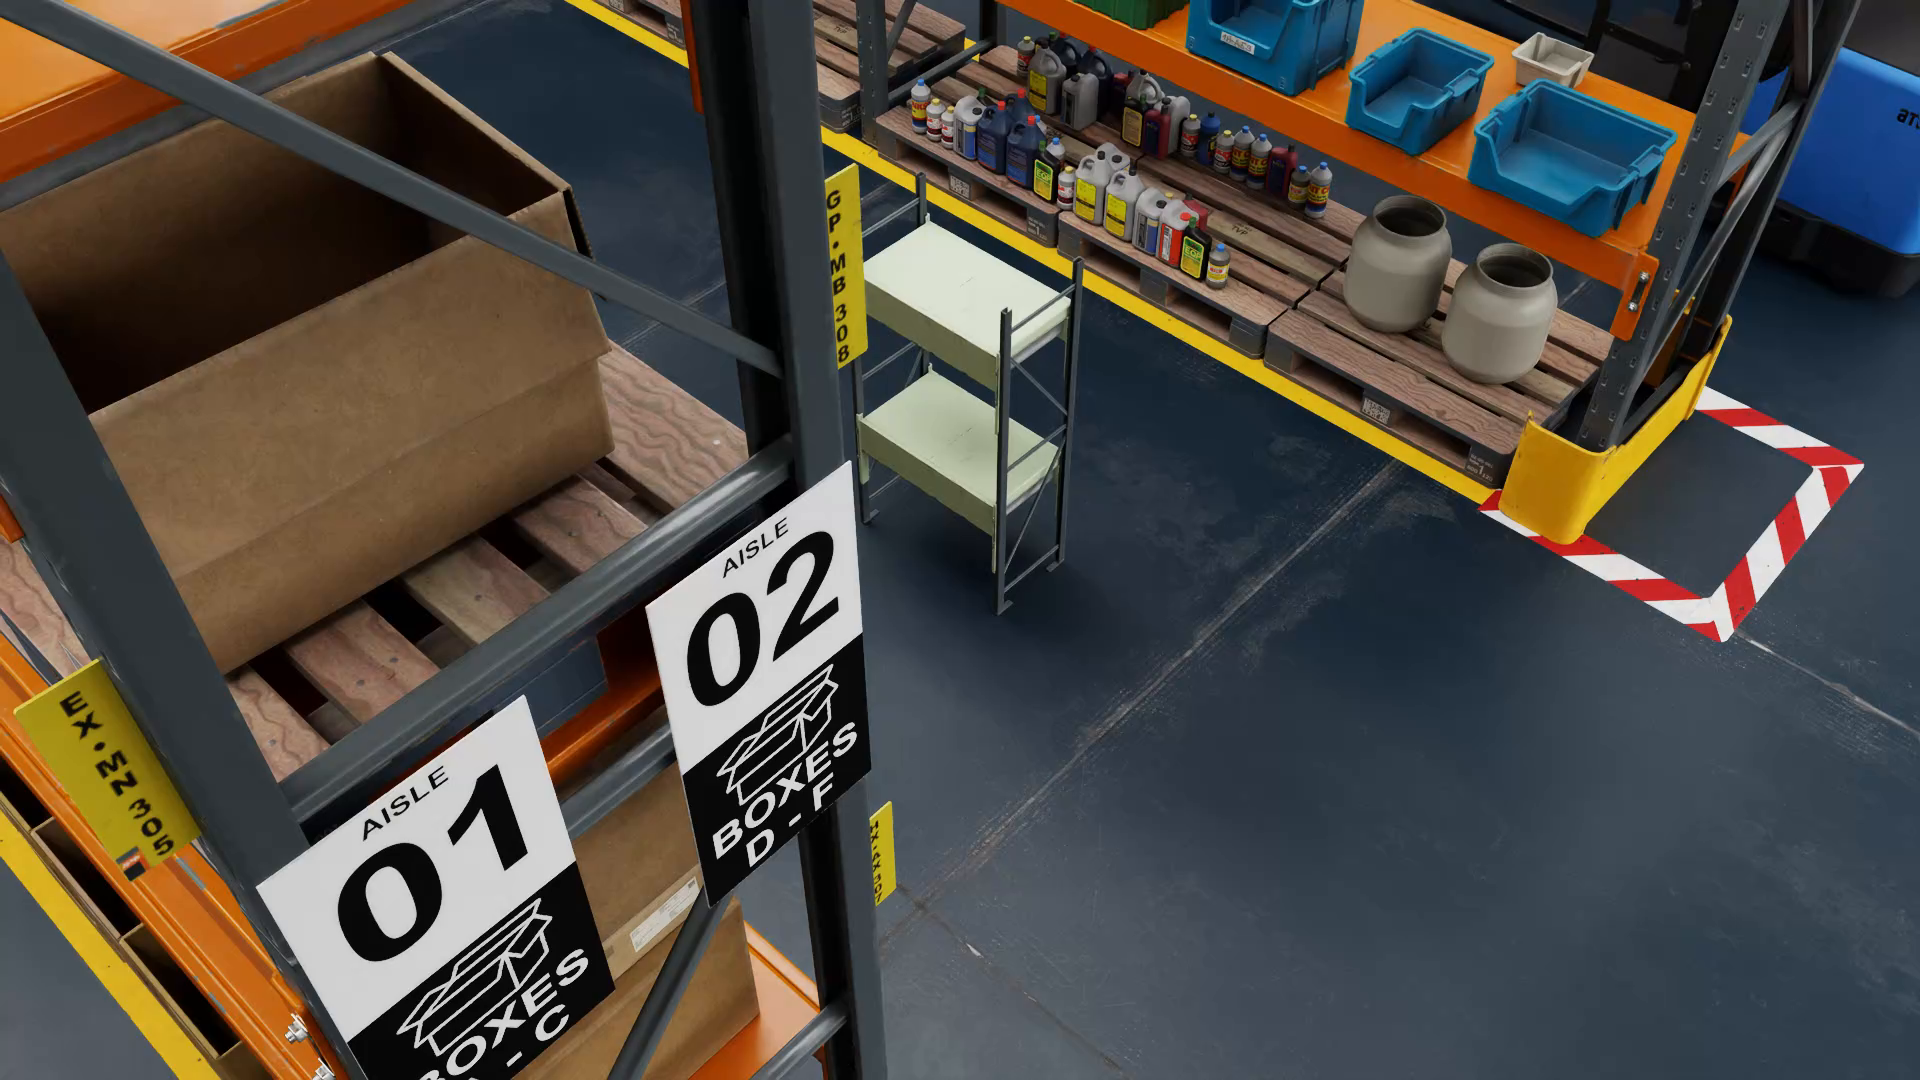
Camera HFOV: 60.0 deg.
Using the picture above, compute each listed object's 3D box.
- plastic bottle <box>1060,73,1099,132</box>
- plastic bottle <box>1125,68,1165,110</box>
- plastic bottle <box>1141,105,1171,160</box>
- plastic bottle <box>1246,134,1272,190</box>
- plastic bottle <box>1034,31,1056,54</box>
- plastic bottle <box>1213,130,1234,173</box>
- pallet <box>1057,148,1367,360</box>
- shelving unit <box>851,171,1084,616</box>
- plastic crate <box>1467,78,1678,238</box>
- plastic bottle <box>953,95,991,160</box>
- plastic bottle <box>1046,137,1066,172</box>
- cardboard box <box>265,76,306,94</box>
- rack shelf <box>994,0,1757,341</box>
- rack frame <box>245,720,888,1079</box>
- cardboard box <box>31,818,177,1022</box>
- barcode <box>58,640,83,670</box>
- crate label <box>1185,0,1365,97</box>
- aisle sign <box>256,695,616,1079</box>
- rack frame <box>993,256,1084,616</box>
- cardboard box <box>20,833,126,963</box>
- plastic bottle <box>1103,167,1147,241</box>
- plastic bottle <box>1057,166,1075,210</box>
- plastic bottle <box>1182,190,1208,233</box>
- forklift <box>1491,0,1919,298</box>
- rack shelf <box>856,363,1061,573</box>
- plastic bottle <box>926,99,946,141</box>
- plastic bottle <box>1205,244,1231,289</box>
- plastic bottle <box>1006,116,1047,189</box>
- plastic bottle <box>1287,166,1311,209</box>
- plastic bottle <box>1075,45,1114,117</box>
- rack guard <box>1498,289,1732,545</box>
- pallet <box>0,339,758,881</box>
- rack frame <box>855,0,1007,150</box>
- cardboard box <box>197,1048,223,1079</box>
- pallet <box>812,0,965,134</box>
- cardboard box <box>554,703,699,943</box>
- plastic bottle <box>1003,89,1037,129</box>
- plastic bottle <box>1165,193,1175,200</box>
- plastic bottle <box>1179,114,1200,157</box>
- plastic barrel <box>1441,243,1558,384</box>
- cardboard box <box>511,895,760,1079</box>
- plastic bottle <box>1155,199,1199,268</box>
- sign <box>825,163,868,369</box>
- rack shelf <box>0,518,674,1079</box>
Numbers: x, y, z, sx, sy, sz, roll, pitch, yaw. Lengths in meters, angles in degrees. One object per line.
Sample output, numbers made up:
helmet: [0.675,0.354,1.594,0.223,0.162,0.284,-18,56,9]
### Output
plastic bottle: [0.597,-2.218,8.342,0.135,0.276,0.152,34,55,28]
plastic bottle: [0.917,-2.176,8.251,0.185,0.351,0.144,34,55,27]
plastic bottle: [0.962,-2.013,8.144,0.133,0.283,0.061,34,55,28]
plastic bottle: [1.436,-1.823,7.974,0.097,0.271,0.097,0,47,0]
plastic bottle: [0.447,-2.511,8.611,0.061,0.283,0.133,-36,56,-29]
plastic bottle: [1.290,-1.897,8.091,0.097,0.201,0.097,0,47,0]
pallet: [1.236,-1.439,7.956,1.213,0.211,1.003,34,55,28]
shelving unit: [0.005,-0.510,6.200,0.755,1.500,0.431,34,55,28]
plastic crate: [2.238,-1.409,6.118,0.616,0.251,0.499,34,55,28]
plastic bottle: [0.063,-2.032,8.166,0.135,0.276,0.152,36,56,29]
plastic bottle: [0.453,-1.800,7.952,0.097,0.271,0.097,0,47,0]
cardboard box: [-1.588,-0.942,3.066,0.500,0.500,0.500,34,55,28]
rack shelf: [1.339,-2.116,7.172,4.000,0.370,1.077,34,55,28]
rack frame: [-0.553,1.279,3.492,0.127,3.000,1.000,34,55,28]
cardboard box: [-2.261,0.979,4.857,0.500,0.500,0.500,34,55,28]
barcode: [-1.102,0.162,2.084,0.075,0.075,0.001,34,55,28]
crate label: [1.273,-2.150,6.687,0.616,0.435,0.502,34,55,28]
aisle sign: [-0.704,0.579,2.366,0.004,0.787,0.394,34,55,28]
rack frame: [0.274,-0.329,6.030,0.023,1.500,0.400,34,55,28]
cardboard box: [-2.630,0.990,5.361,0.500,0.250,0.500,34,55,28]
plastic bottle: [0.769,-1.578,7.689,0.144,0.351,0.185,-36,56,-29]
plastic bottle: [0.512,-1.676,7.884,0.097,0.201,0.097,0,47,0]
plastic bottle: [1.067,-1.464,7.628,0.133,0.283,0.061,34,55,28]
forklift: [3.645,-3.108,7.658,1.130,2.935,3.031,-35,56,-28]
rack shelf: [0.005,-0.287,6.438,0.720,0.370,0.431,34,55,28]
plastic bottle: [-0.119,-2.101,8.283,0.097,0.201,0.097,0,47,0]
plastic bottle: [1.162,-1.239,7.474,0.097,0.201,0.097,0,47,0]
plastic bottle: [0.320,-1.880,7.973,0.185,0.351,0.144,32,54,26]
plastic bottle: [1.612,-1.680,7.888,0.097,0.201,0.097,0,47,0]
plastic bottle: [0.679,-2.336,8.401,0.185,0.351,0.144,31,54,26]
rack guard: [2.721,-0.530,6.905,0.348,0.500,1.175,34,55,28]
pallet: [-1.055,-0.081,2.772,1.213,0.211,1.003,34,55,28]
rack frame: [-0.130,-3.351,7.839,0.127,3.000,1.000,34,55,28]
cardboard box: [-1.892,1.482,4.899,0.500,0.250,0.500,34,55,28]
pallet: [-0.734,-2.764,9.200,1.213,0.211,1.003,34,55,28]
cardboard box: [-0.927,0.536,3.230,0.500,0.500,0.700,34,55,28]
plastic bottle: [0.279,-2.051,8.133,0.185,0.351,0.144,34,55,28]
plastic bottle: [0.964,-1.523,7.740,0.097,0.201,0.097,0,47,0]
plastic bottle: [1.139,-1.999,8.187,0.097,0.201,0.097,0,47,0]
plastic barrel: [2.274,-0.950,7.003,0.421,0.512,0.421,0,47,0]
cardboard box: [-0.888,1.007,3.679,0.500,0.500,0.700,34,55,28]
plastic bottle: [0.995,-1.404,7.577,0.135,0.276,0.152,34,56,28]
sign: [-0.172,-0.369,2.327,0.005,0.325,0.100,34,55,28]
rack shelf: [-2.023,-0.491,3.589,4.000,0.370,1.077,34,55,28]
